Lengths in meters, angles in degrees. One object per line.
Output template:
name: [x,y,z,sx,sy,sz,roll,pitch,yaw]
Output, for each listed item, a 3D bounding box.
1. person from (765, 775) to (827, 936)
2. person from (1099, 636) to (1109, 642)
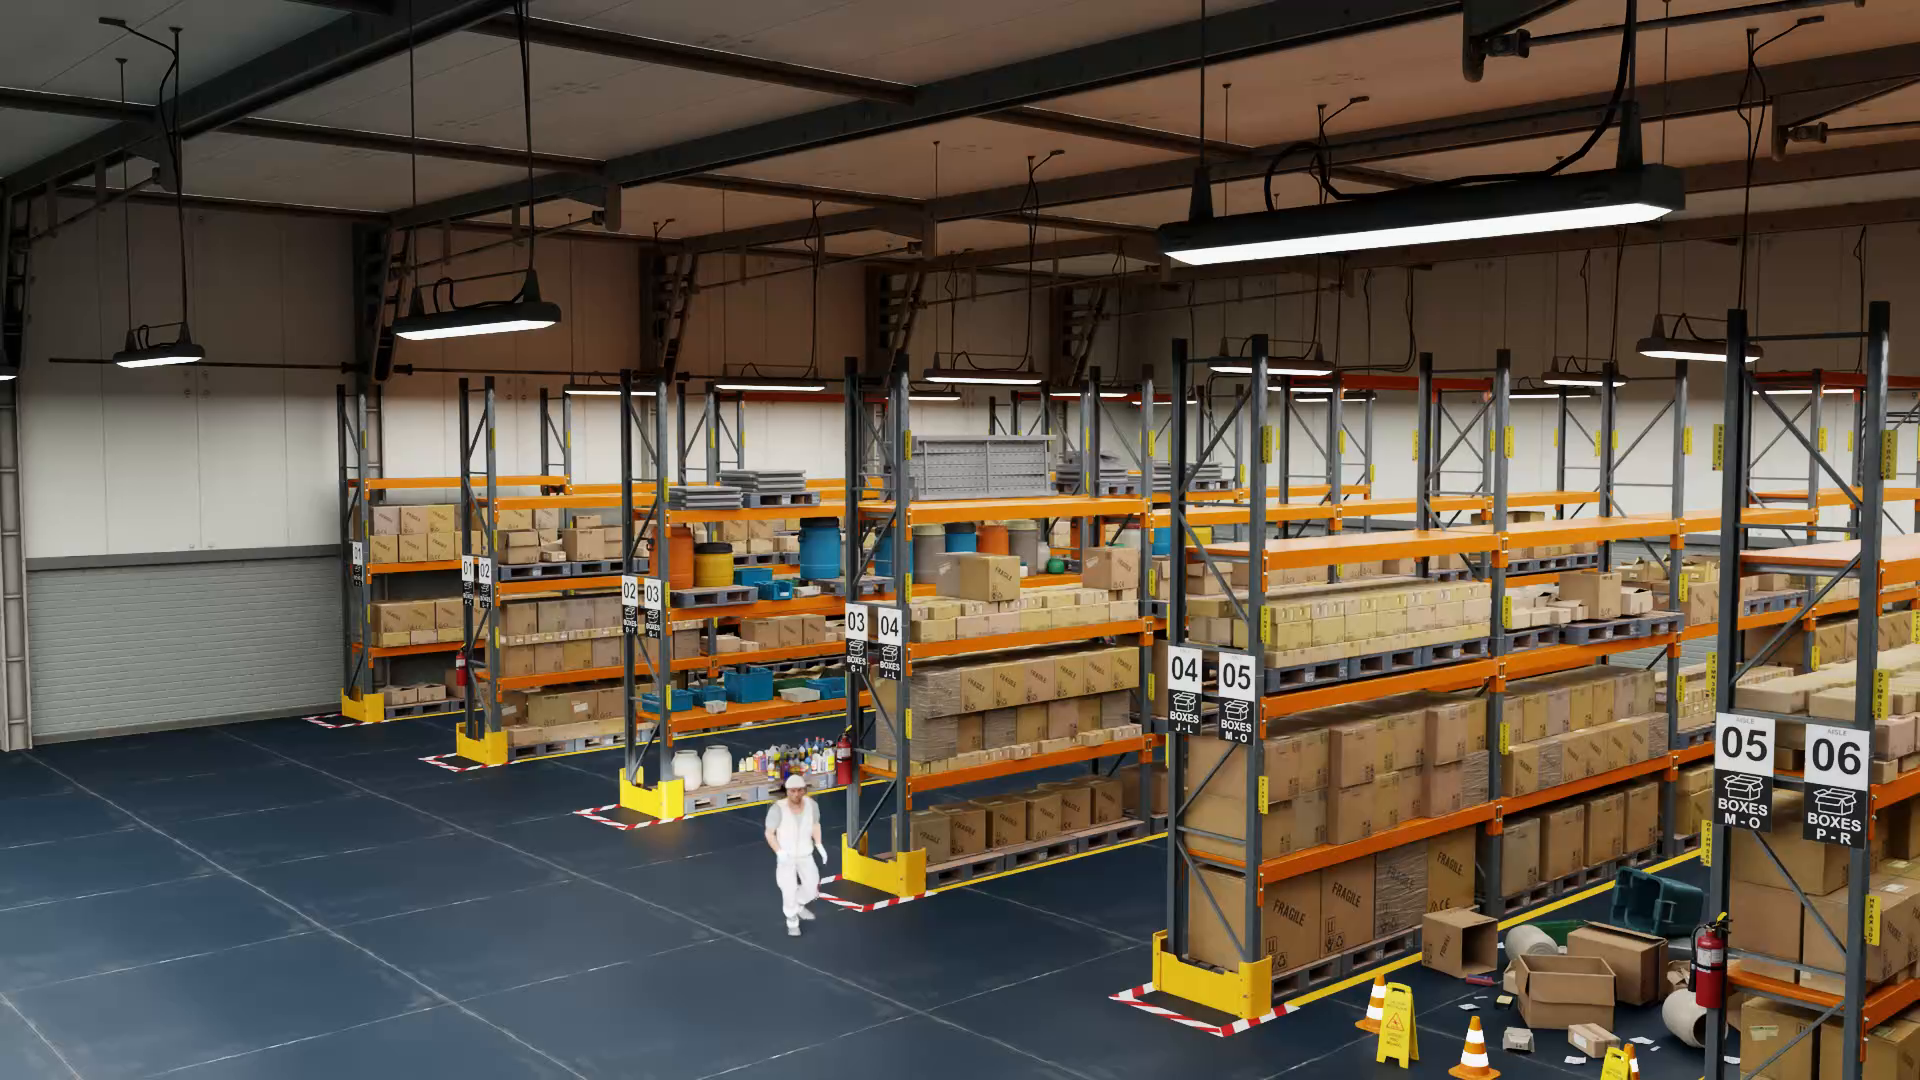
person: [-1.687,3.197,16.958,0.655,1.711,0.734,-1,4,-20]
person: [2.867,2.199,32.983,0.593,1.623,0.687,2,4,32]
